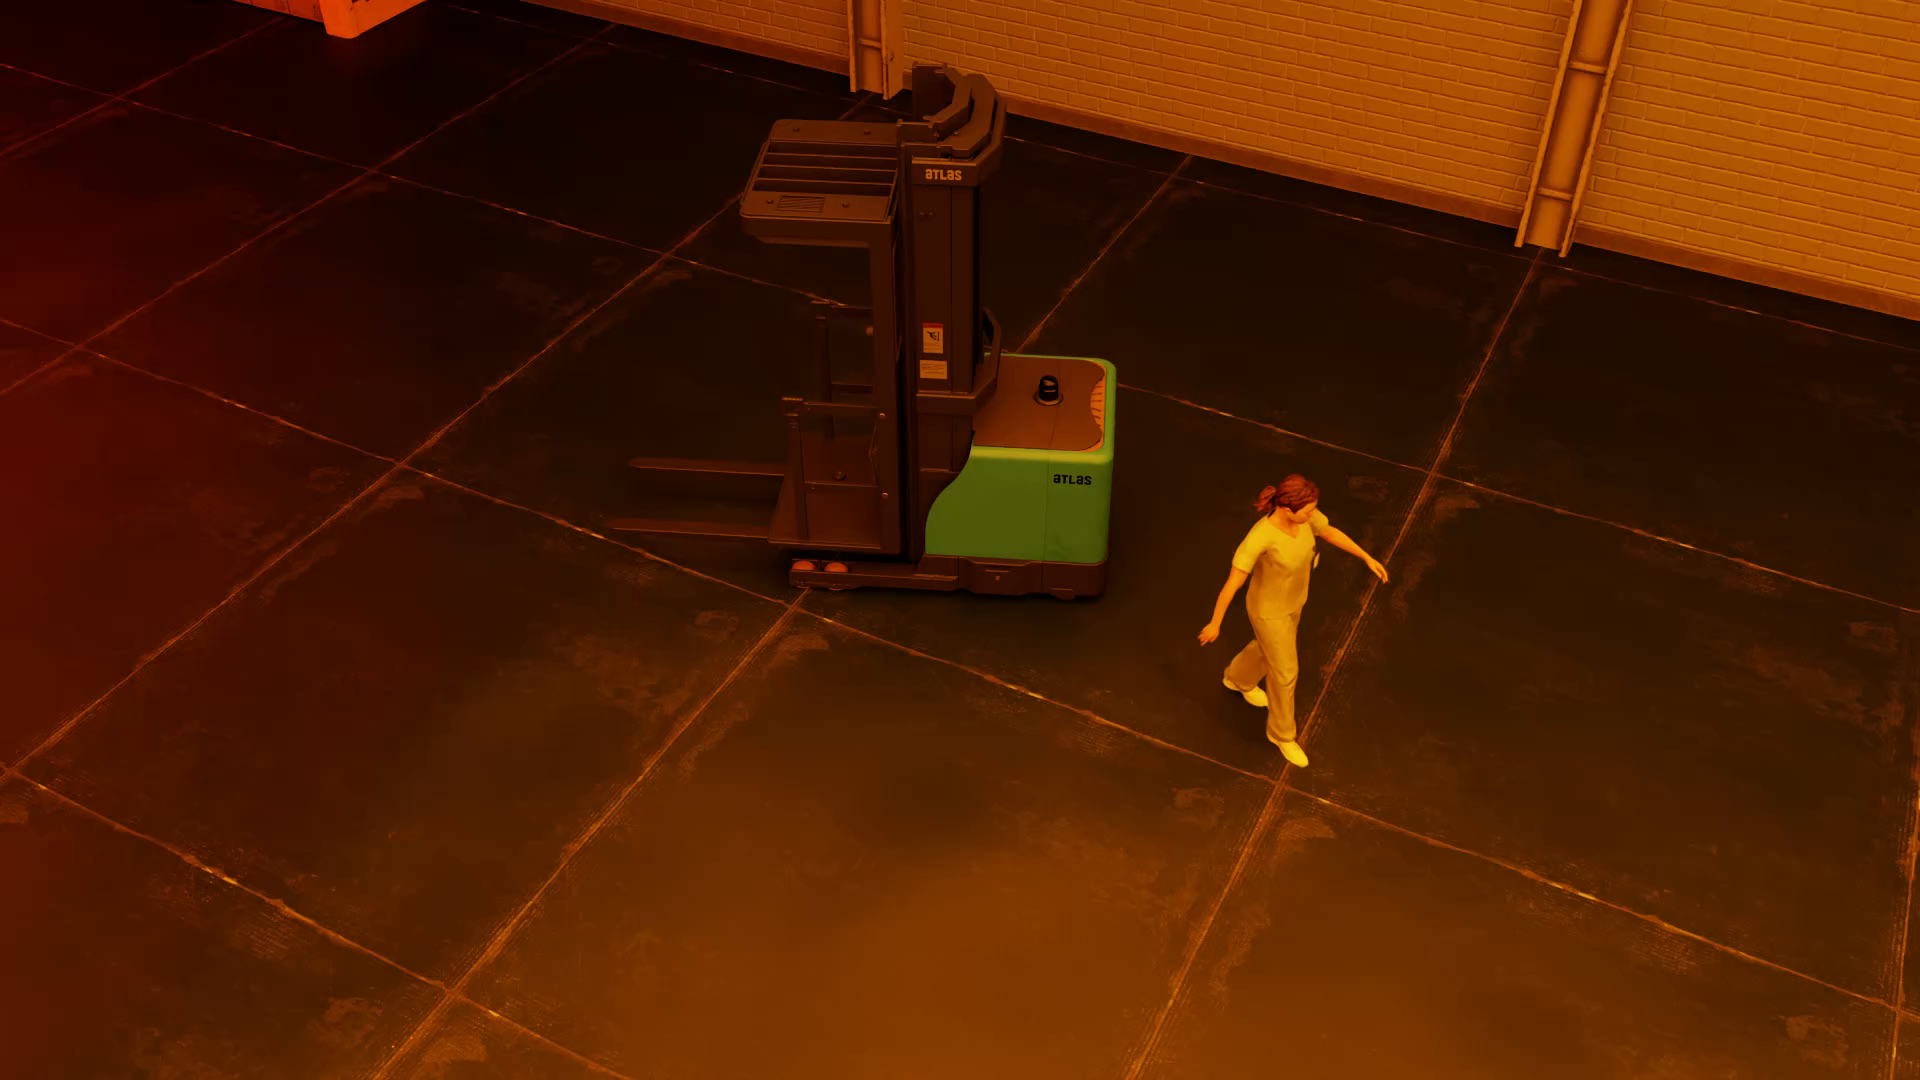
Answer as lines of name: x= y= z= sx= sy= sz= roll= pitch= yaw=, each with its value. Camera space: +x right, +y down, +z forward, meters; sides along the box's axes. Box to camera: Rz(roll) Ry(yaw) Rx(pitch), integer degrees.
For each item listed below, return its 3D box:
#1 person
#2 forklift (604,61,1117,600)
person: x=1.660 y=0.379 z=8.554 sx=0.714 sy=1.649 sz=0.870 roll=32 pitch=50 yaw=33
forklift: x=-0.606 y=-1.157 z=9.360 sx=3.031 sy=2.935 sz=1.130 roll=3 pitch=40 yaw=4
